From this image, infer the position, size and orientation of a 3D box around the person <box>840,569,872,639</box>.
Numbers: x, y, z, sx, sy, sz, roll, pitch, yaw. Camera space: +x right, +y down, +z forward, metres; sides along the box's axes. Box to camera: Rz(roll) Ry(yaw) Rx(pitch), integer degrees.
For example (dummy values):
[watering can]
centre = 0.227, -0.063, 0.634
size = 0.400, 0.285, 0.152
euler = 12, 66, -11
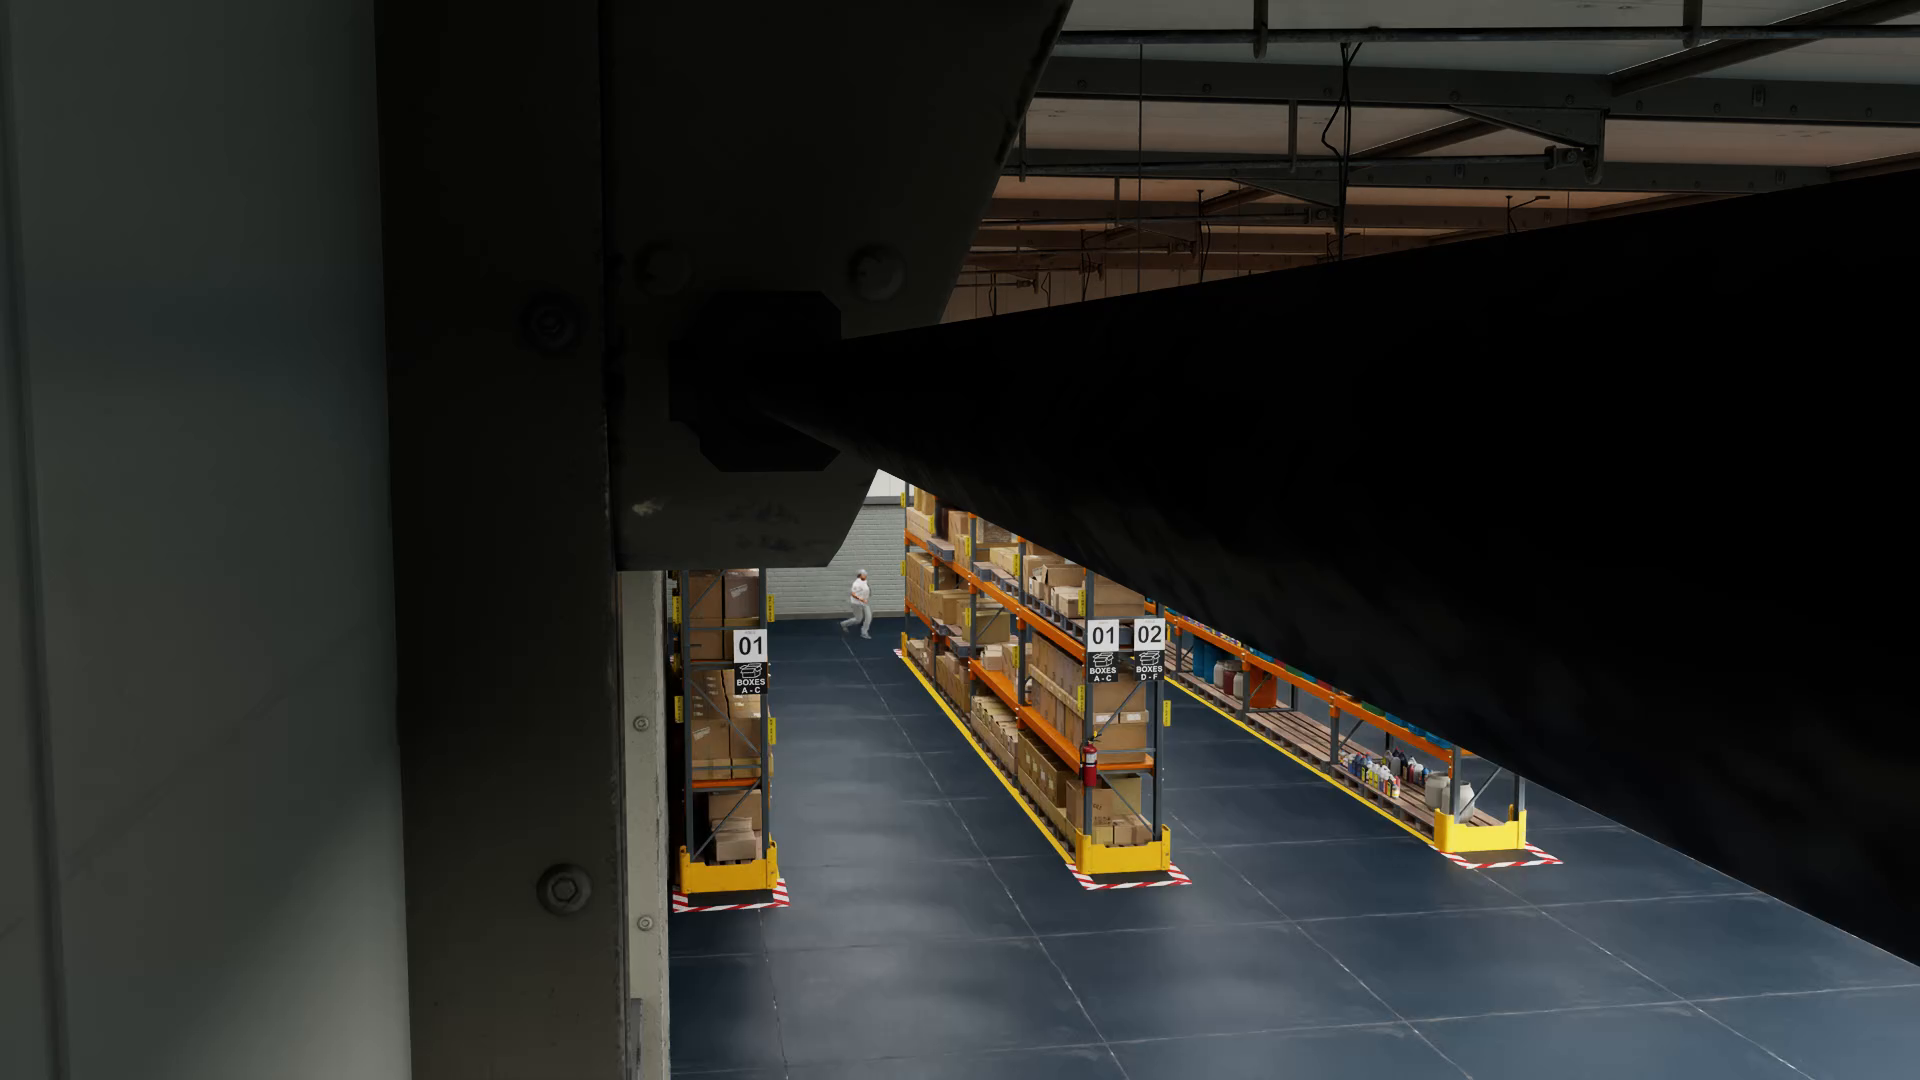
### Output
[person]
centre = -2.414, 1.493, 38.983
size = 0.768, 1.640, 0.577
euler = 3, 7, 25
